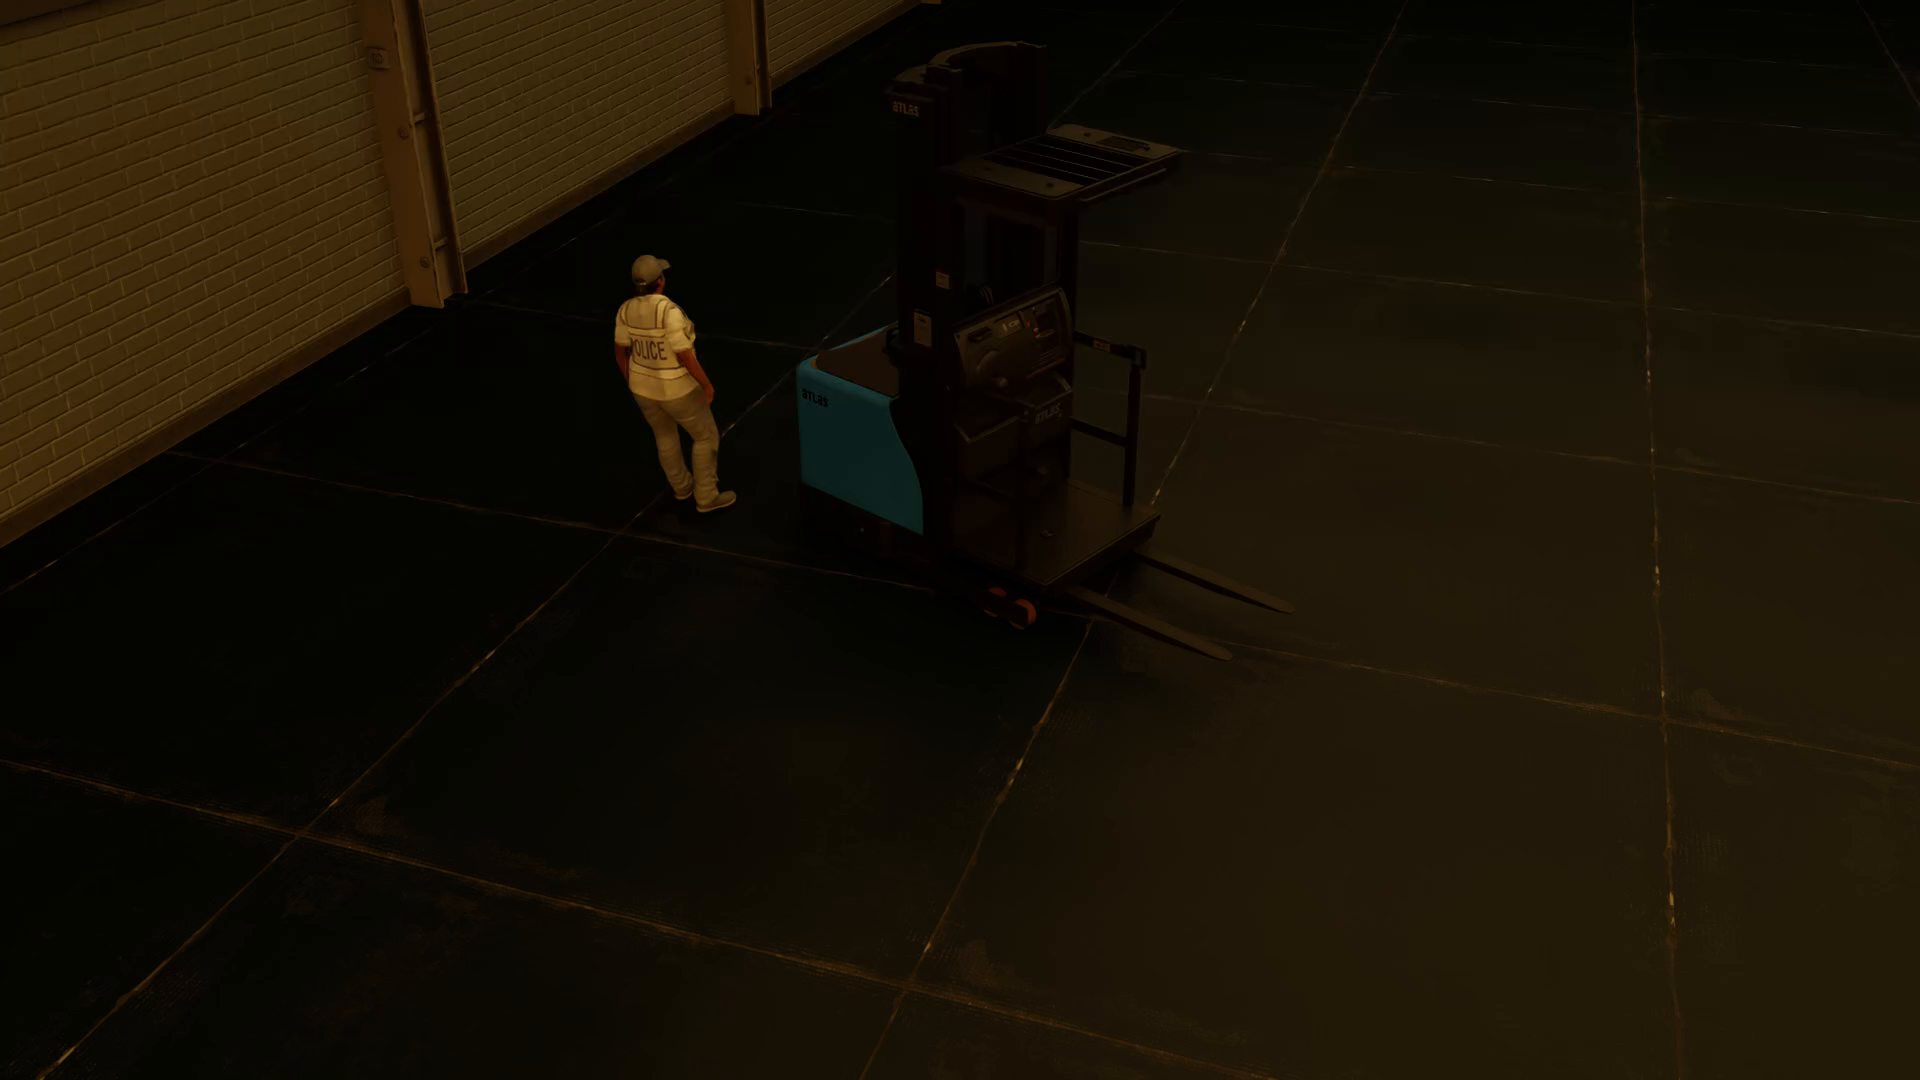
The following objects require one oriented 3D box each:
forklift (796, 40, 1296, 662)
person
[{"bbox_3d":[0.459,-1.074,9.021,3.031,2.935,1.130,23,37,35],"label":"forklift"},{"bbox_3d":[-1.730,-0.964,10.120,0.600,1.657,0.549,14,32,23],"label":"person"}]
